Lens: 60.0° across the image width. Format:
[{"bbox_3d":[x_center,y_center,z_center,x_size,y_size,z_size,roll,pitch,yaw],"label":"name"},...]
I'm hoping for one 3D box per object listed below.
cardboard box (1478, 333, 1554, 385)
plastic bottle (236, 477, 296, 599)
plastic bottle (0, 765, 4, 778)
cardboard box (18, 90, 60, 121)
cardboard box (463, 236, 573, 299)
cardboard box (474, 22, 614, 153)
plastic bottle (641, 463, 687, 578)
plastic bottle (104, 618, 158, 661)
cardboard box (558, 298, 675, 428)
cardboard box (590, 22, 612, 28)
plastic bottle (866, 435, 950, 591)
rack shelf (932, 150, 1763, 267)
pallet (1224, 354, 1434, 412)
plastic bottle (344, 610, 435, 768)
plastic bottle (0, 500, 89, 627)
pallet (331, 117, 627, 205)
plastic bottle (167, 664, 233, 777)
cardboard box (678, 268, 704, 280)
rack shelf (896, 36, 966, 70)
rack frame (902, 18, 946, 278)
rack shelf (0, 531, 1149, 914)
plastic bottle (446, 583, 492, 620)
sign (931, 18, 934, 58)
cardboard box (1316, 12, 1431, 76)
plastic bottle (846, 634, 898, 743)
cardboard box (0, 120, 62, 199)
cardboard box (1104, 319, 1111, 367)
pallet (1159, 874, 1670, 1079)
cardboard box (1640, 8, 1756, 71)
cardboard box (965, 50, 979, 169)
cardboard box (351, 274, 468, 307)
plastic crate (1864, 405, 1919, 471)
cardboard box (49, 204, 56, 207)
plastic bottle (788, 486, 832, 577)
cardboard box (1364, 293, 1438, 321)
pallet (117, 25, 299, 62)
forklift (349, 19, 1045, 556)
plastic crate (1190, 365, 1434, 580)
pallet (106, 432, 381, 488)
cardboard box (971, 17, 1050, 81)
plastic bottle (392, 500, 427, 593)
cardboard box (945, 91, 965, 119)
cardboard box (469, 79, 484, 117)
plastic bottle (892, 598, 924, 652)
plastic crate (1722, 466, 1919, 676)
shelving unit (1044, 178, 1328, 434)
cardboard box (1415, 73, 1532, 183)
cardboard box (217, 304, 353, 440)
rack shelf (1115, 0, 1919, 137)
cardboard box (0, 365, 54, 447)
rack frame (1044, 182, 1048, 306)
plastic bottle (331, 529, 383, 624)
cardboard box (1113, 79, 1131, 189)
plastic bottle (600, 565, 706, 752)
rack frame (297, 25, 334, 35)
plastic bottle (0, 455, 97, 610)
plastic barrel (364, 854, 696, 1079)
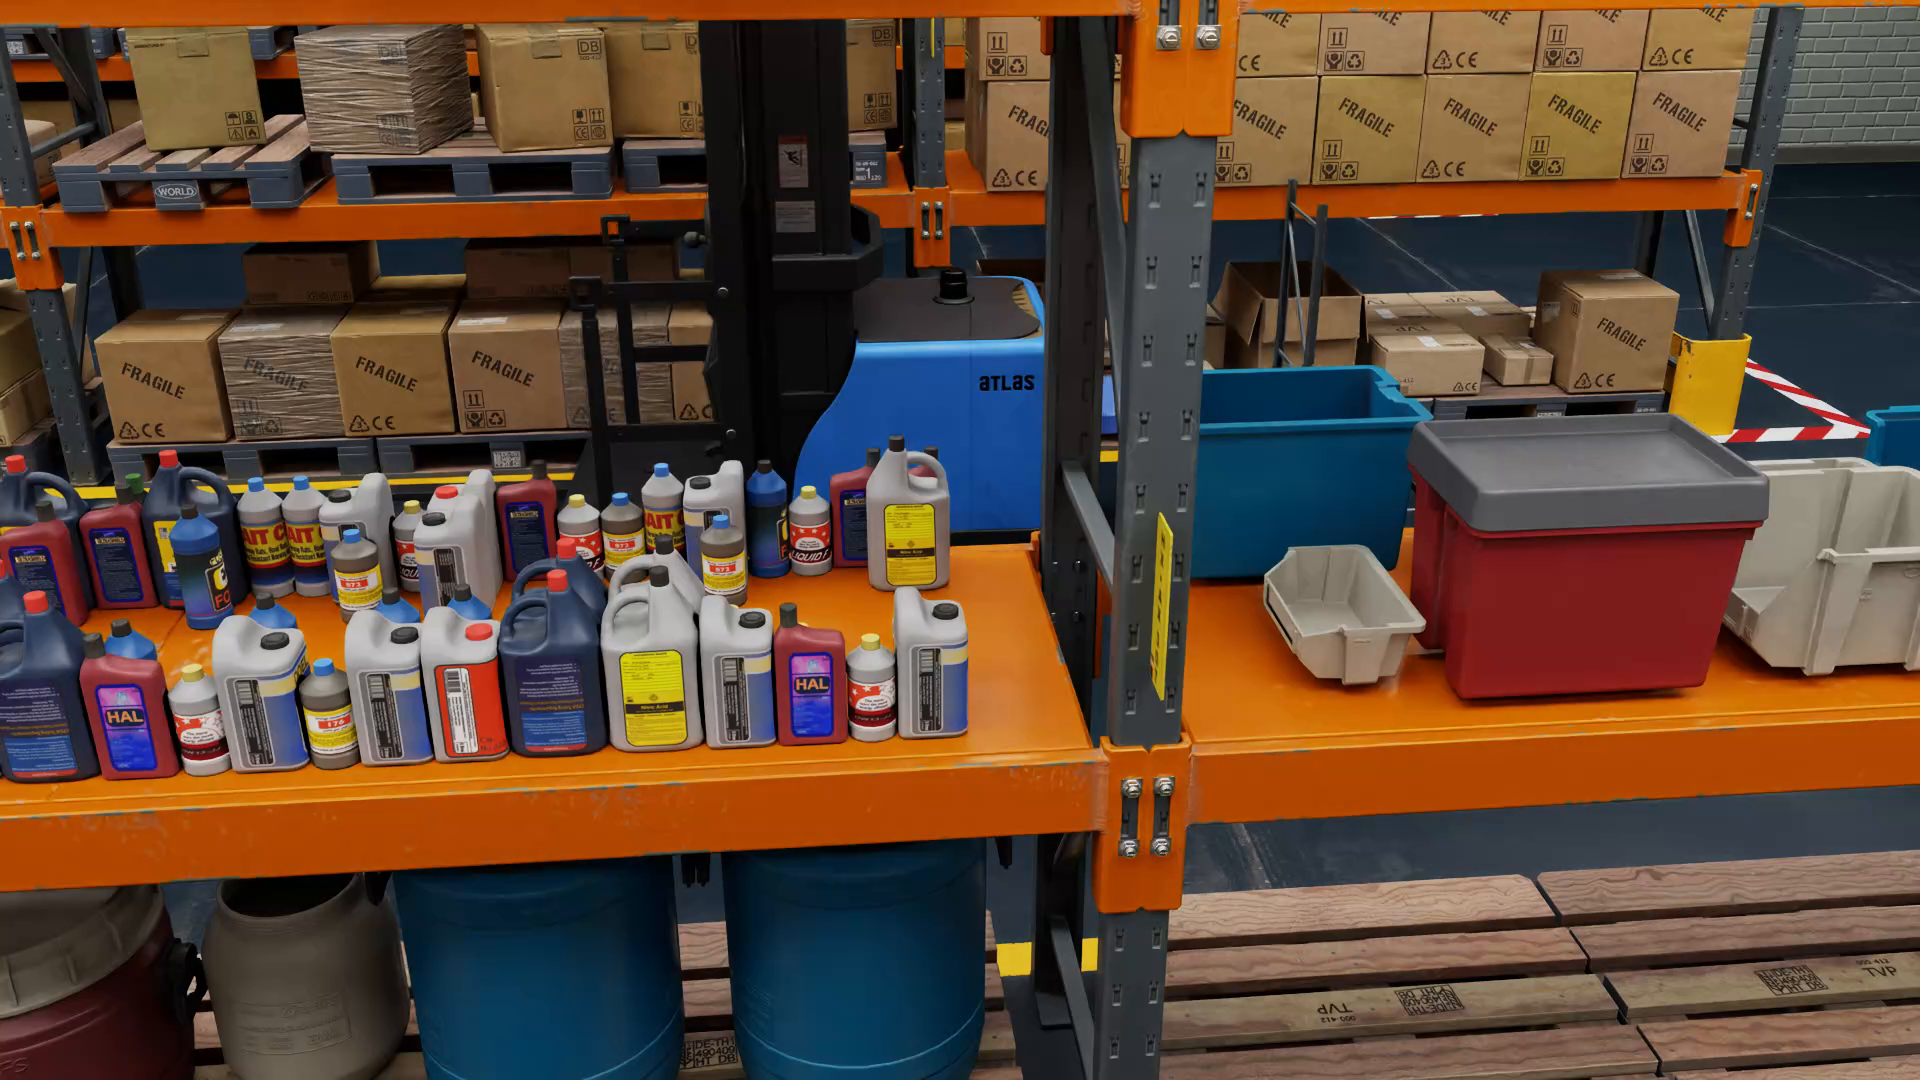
[{"bbox_3d":[2.873,-0.944,8.627,0.250,0.166,0.380,-2,24,-5],"label":"cardboard box"},{"bbox_3d":[-1.561,-0.010,3.737,0.097,0.271,0.097,0,24,0],"label":"plastic bottle"},{"bbox_3d":[-1.834,0.298,3.039,0.135,0.276,0.152,-2,24,-5],"label":"plastic bottle"},{"bbox_3d":[-6.945,-3.140,12.235,0.500,0.250,0.500,-3,24,-7],"label":"cardboard box"},{"bbox_3d":[-2.179,-1.399,8.318,0.500,0.250,0.500,-3,24,-6],"label":"cardboard box"},{"bbox_3d":[-1.931,-2.121,7.688,0.500,0.500,0.700,-9,25,-18],"label":"cardboard box"},{"bbox_3d":[-0.676,-0.045,3.817,0.097,0.271,0.097,0,24,0],"label":"plastic bottle"},{"bbox_3d":[-1.538,0.274,3.098,0.097,0.271,0.097,0,24,0],"label":"plastic bottle"},{"bbox_3d":[-1.634,-0.866,8.041,0.500,0.500,0.500,-2,24,-4],"label":"cardboard box"},{"bbox_3d":[-2.608,-3.988,12.016,0.500,0.500,0.500,-2,24,-4],"label":"cardboard box"},{"bbox_3d":[-0.118,-0.069,3.774,0.185,0.351,0.144,-2,24,-5],"label":"plastic bottle"},{"bbox_3d":[1.811,-1.730,8.335,4.000,0.370,1.077,-2,24,-5],"label":"rack shelf"},{"bbox_3d":[1.721,-0.781,8.749,1.213,0.211,1.003,-2,24,-5],"label":"pallet"},{"bbox_3d":[-1.056,0.267,3.110,0.135,0.276,0.152,-2,24,-5],"label":"plastic bottle"},{"bbox_3d":[-1.980,0.053,3.581,0.133,0.283,0.061,-2,24,-5],"label":"plastic bottle"},{"bbox_3d":[-2.225,-1.811,7.867,1.213,0.211,1.003,-2,24,-5],"label":"pallet"},{"bbox_3d":[-1.399,0.326,3.069,0.097,0.201,0.097,0,24,0],"label":"plastic bottle"},{"bbox_3d":[-1.214,-1.091,8.547,0.500,0.500,0.500,-2,24,-4],"label":"cardboard box"},{"bbox_3d":[1.321,-3.732,12.839,4.000,0.370,1.077,-2,24,-5],"label":"rack shelf"},{"bbox_3d":[-0.179,-1.979,8.009,0.127,3.000,1.000,-2,24,-5],"label":"rack frame"},{"bbox_3d":[-1.686,0.432,3.471,4.000,0.370,1.077,-2,24,-5],"label":"rack shelf"},{"bbox_3d":[-0.952,0.214,3.235,0.097,0.271,0.097,0,24,0],"label":"plastic bottle"},{"bbox_3d":[-0.121,-2.284,7.269,0.005,0.325,0.100,-2,24,-5],"label":"sign"},{"bbox_3d":[1.857,-2.449,7.712,0.500,0.500,0.500,-2,24,-4],"label":"cardboard box"},{"bbox_3d":[-0.169,0.276,3.180,0.097,0.201,0.097,0,24,0],"label":"plastic bottle"},{"bbox_3d":[-4.526,-1.782,7.675,0.500,0.311,0.500,-1,24,-2],"label":"cardboard box"},{"bbox_3d":[0.727,-1.054,8.896,0.250,0.149,0.380,-2,24,-5],"label":"cardboard box"},{"bbox_3d":[1.032,1.253,4.172,1.213,0.211,1.003,-2,24,-5],"label":"pallet"},{"bbox_3d":[3.386,-2.512,7.855,0.500,0.500,0.500,-3,24,-6],"label":"cardboard box"},{"bbox_3d":[0.293,-2.148,8.267,0.500,0.500,0.500,-2,24,-4],"label":"cardboard box"},{"bbox_3d":[-2.737,-1.031,8.412,0.500,0.500,0.500,-3,24,-7],"label":"cardboard box"},{"bbox_3d":[2.398,-0.146,4.017,0.300,0.233,0.416,-2,24,-5],"label":"plastic crate"},{"bbox_3d":[-6.879,-2.801,12.395,0.500,0.500,0.700,-2,24,-5],"label":"cardboard box"},{"bbox_3d":[-0.348,-0.026,3.861,0.097,0.201,0.097,0,24,0],"label":"plastic bottle"},{"bbox_3d":[2.238,-1.136,8.957,0.500,0.250,0.500,-2,24,-5],"label":"cardboard box"},{"bbox_3d":[-5.349,-3.662,12.032,1.003,0.211,1.213,-2,24,-5],"label":"pallet"},{"bbox_3d":[-1.139,-1.265,6.488,3.031,2.935,1.130,-2,24,-4],"label":"forklift"},{"bbox_3d":[0.735,-0.153,3.847,0.575,0.384,0.392,-2,24,-5],"label":"plastic crate"},{"bbox_3d":[-3.413,-0.559,8.249,1.213,0.211,1.003,-2,24,-5],"label":"pallet"},{"bbox_3d":[0.318,-2.386,7.572,0.500,0.500,0.500,-2,24,-4],"label":"cardboard box"},{"bbox_3d":[-1.233,0.009,3.781,0.097,0.201,0.097,0,24,0],"label":"plastic bottle"},{"bbox_3d":[-0.079,-3.390,12.945,0.250,0.149,0.380,-2,24,-5],"label":"cardboard box"},{"bbox_3d":[-3.905,-3.007,12.452,0.750,0.750,0.750,-3,24,-6],"label":"cardboard box"},{"bbox_3d":[-0.087,0.211,3.327,0.097,0.201,0.097,0,24,0],"label":"plastic bottle"},{"bbox_3d":[1.842,0.064,3.486,0.530,0.282,0.437,-2,24,-5],"label":"plastic crate"},{"bbox_3d":[0.901,-0.712,7.005,1.048,1.500,0.538,-2,24,-4],"label":"shelving unit"},{"bbox_3d":[2.370,-2.016,7.970,0.500,0.500,0.500,-2,24,-5],"label":"cardboard box"},{"bbox_3d":[-3.158,-0.804,7.901,0.500,0.500,0.500,-3,24,-7],"label":"cardboard box"},{"bbox_3d":[2.295,-1.098,3.221,4.000,0.370,1.077,-2,24,-5],"label":"rack shelf"},{"bbox_3d":[-4.659,-0.635,7.854,0.500,0.250,0.500,-2,24,-4],"label":"cardboard box"},{"bbox_3d":[0.394,-0.696,6.969,0.032,1.500,0.500,-2,24,-4],"label":"rack frame"},{"bbox_3d":[-1.315,0.075,3.634,0.097,0.201,0.097,0,24,0],"label":"plastic bottle"},{"bbox_3d":[0.864,-1.956,7.835,0.500,0.500,0.500,-2,24,-4],"label":"cardboard box"},{"bbox_3d":[-0.578,0.215,3.134,0.185,0.351,0.144,-2,24,-5],"label":"plastic bottle"},{"bbox_3d":[-4.650,-3.821,12.154,0.127,3.000,1.000,-2,24,-5],"label":"rack frame"},{"bbox_3d":[-2.016,-0.018,3.658,0.185,0.351,0.144,-2,24,-5],"label":"plastic bottle"},{"bbox_3d":[-0.944,0.834,3.748,0.708,0.901,0.600,-2,24,-5],"label":"plastic barrel"}]
